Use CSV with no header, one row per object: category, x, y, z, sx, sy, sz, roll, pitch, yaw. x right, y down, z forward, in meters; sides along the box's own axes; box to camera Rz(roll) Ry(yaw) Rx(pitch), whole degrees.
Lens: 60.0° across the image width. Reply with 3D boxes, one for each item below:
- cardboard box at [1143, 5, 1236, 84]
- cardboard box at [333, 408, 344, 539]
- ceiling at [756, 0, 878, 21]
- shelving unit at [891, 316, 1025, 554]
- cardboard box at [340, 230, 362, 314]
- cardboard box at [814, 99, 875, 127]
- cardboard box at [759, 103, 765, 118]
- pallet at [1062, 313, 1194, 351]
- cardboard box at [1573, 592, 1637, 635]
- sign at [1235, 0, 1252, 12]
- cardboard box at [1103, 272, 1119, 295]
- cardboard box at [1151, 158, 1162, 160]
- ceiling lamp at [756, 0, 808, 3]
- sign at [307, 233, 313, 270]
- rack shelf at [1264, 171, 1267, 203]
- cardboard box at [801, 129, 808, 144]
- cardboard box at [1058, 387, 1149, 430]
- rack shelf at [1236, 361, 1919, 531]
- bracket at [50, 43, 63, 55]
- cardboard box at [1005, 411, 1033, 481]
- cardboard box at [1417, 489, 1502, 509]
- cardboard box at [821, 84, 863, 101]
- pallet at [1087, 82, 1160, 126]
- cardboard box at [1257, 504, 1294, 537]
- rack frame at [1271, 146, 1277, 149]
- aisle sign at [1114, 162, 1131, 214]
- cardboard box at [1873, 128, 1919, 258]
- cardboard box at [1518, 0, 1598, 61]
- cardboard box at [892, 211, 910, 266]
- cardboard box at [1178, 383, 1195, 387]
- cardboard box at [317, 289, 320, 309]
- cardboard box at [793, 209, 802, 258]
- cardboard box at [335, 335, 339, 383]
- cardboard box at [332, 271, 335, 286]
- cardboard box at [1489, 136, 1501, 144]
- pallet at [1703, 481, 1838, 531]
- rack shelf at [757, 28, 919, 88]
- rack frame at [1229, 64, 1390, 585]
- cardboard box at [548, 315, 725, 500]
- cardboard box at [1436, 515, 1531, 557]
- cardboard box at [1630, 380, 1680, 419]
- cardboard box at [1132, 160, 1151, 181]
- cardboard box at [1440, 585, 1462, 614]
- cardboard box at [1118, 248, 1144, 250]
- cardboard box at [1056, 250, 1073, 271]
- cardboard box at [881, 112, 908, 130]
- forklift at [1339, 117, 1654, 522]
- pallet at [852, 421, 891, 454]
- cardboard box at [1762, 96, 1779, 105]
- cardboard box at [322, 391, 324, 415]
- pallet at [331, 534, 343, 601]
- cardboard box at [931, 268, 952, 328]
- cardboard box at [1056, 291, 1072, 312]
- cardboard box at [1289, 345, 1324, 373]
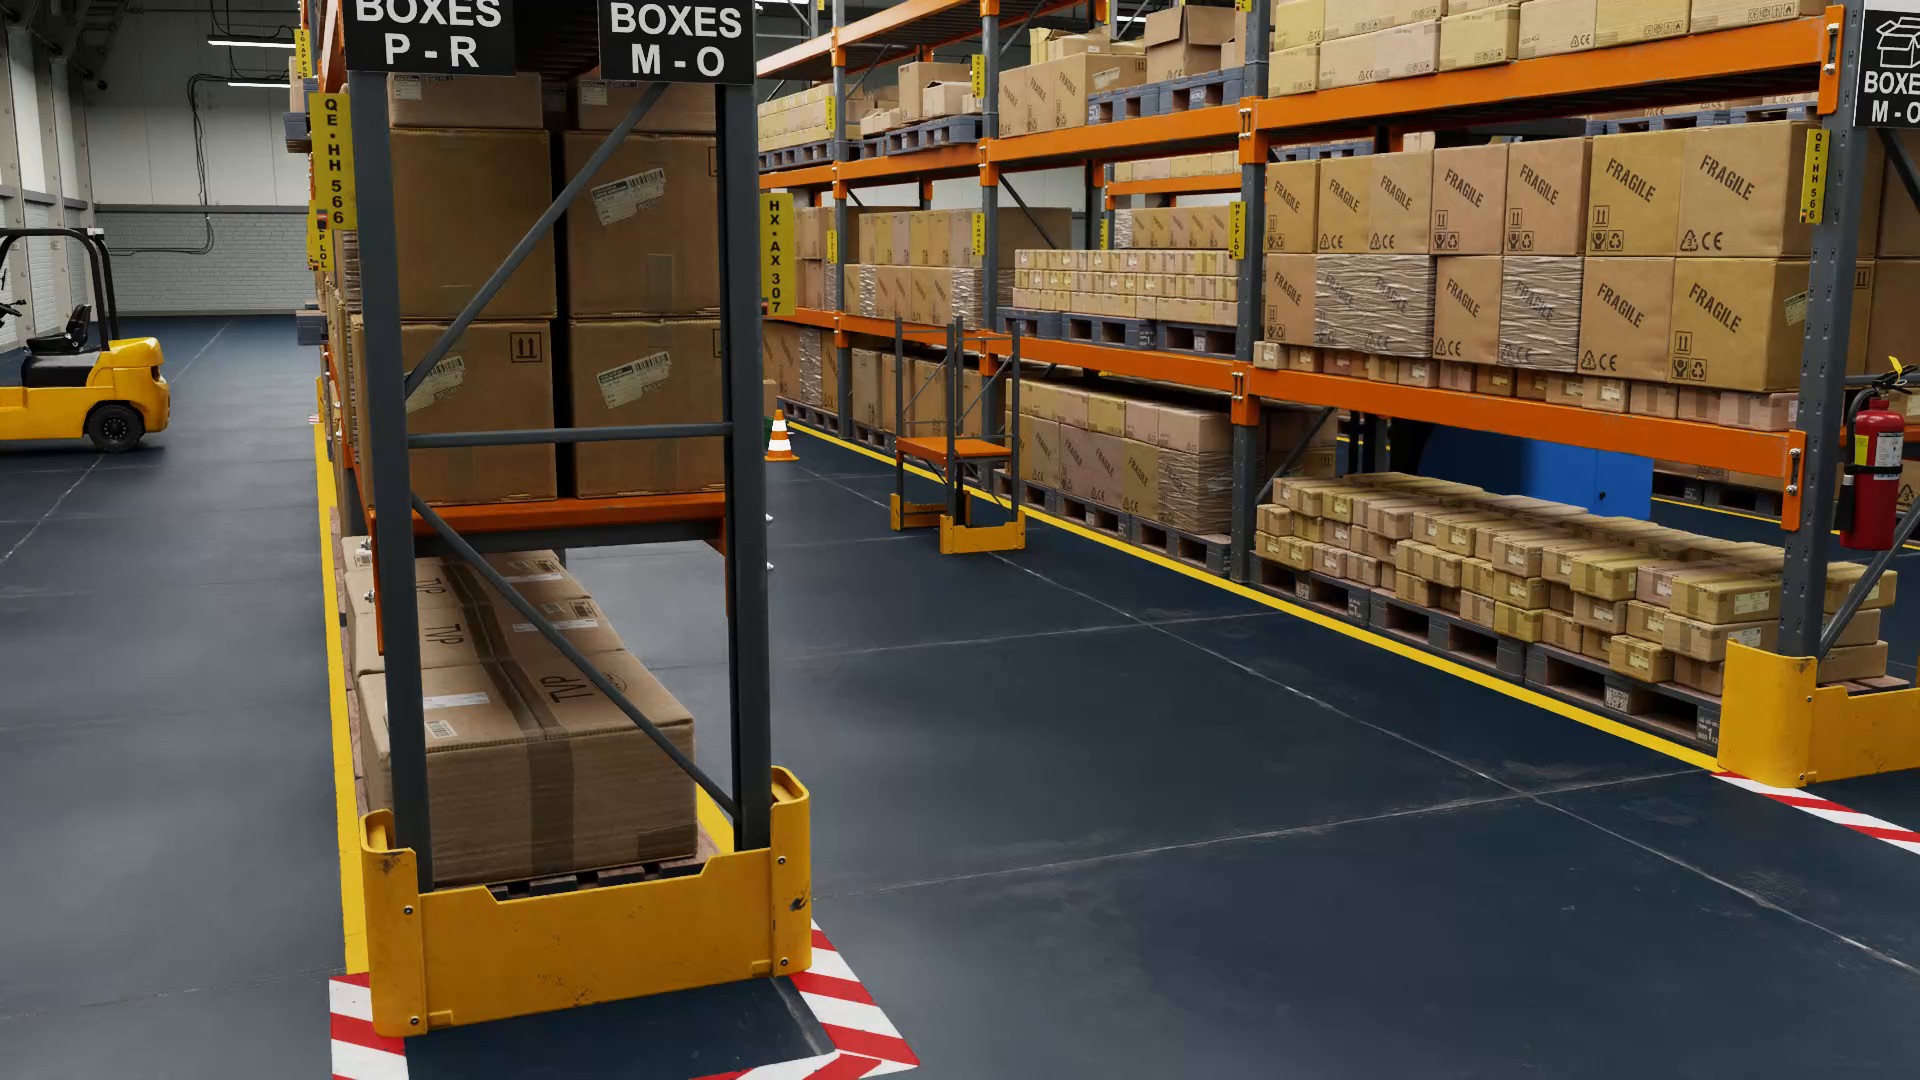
cardboard box,1.676,-3.246,11.045,0.797,0.503,0.637,-4,11,-22
cardboard box,-3.098,-0.324,9.546,0.875,0.875,0.875,-4,11,-19
ceiling,-5.822,-15.834,49.048,6.000,0.001,6.000,-4,11,-21
shelving unit,-0.028,-0.751,11.359,0.587,1.500,1.083,-4,11,-21
cardboard box,-1.628,-0.956,5.090,0.500,0.500,0.500,-4,11,-21
cardboard box,-1.203,-4.427,17.269,0.500,0.250,0.500,-4,11,-22
cardboard box,-2.137,-5.013,19.428,0.380,0.149,0.250,-4,11,-20
pallet,1.419,-1.489,11.775,1.003,0.211,1.213,-4,11,-21
cardboard box,2.916,0.299,7.264,0.380,0.149,0.250,-4,11,-23
sign,1.597,-3.141,9.346,0.100,0.325,0.005,-4,11,-21
cardboard box,1.221,-1.788,11.576,0.380,0.149,0.250,-3,11,-19
cardboard box,2.635,-4.877,20.998,0.380,0.149,0.250,-4,11,-21
ceiling lamp,-3.420,-10.211,26.462,2.000,3.185,0.800,-4,11,-21
sign,-5.866,-2.617,15.095,0.100,0.325,0.005,-4,11,-21
rack shelf,4.598,-3.652,16.872,1.077,0.370,4.000,-4,11,-21
cardboard box,-1.495,-4.330,17.867,0.380,0.149,0.250,-4,11,-21
cardboard box,1.039,-0.957,12.033,0.500,0.250,0.500,-4,11,-20
rack shelf,2.838,-0.571,8.117,1.077,0.370,4.000,-4,11,-21
bracket,-20.241,-10.991,37.236,0.235,0.232,0.430,-4,11,-21
cardboard box,0.682,-0.749,13.002,0.500,0.500,0.500,-4,11,-23
cardboard box,2.733,-0.179,9.104,0.380,0.149,0.250,-4,11,-19
cardboard box,-1.215,-4.598,17.096,0.380,0.149,0.250,-4,11,-21
pallet,1.610,-2.912,11.198,1.213,0.211,1.003,-4,11,-21
cardboard box,1.946,-0.121,9.629,0.380,0.149,0.250,-3,11,-18
rack frame,3.874,-5.809,18.382,1.000,3.000,0.127,-4,11,-21
aisle sign,2.122,-4.779,22.300,0.394,0.787,0.004,-4,11,-21
cardboard box,3.647,-1.376,6.603,0.500,0.500,0.500,-4,11,-21
cardboard box,2.792,-2.223,7.218,0.500,0.250,0.500,-3,11,-18
cardboard box,-0.229,-2.852,15.745,0.700,0.500,0.500,-4,11,-20
cardboard box,3.093,-2.183,21.063,0.500,0.500,0.500,-3,10,-16
cardboard box,-4.746,-1.858,12.820,0.380,0.149,0.250,-4,11,-20
cardboard box,-1.462,-3.490,18.965,0.875,0.550,0.500,-4,11,-21
cardboard box,-2.861,-0.904,8.365,0.500,0.250,0.500,-4,11,-22
cardboard box,-2.860,-1.519,8.255,0.500,0.500,0.500,-4,11,-19
cardboard box,4.922,-3.667,15.336,0.500,0.250,0.500,-4,11,-21
pallet,6.423,-0.298,12.492,1.003,0.211,1.213,-4,11,-21
rack shelf,-1.511,-5.286,18.638,1.077,0.370,4.000,-4,11,-21
rack frame,2.113,-1.251,9.889,1.000,3.000,0.127,-4,11,-21
cardboard box,-0.921,-0.414,4.894,0.500,0.500,0.500,-4,11,-21
cardboard box,2.587,-0.021,8.217,0.380,0.149,0.250,-4,11,-21
cardboard box,3.021,-0.593,6.906,0.380,0.149,0.250,-4,11,-21
cardboard box,2.551,-4.732,21.323,0.500,0.250,0.500,-4,11,-22
cardboard box,2.620,0.273,8.264,0.380,0.149,0.250,-4,11,-19
cardboard box,2.598,-3.612,22.029,0.875,0.500,0.500,-4,11,-21
cardboard box,0.931,-2.065,12.284,0.380,0.149,0.250,-4,11,-23
cardboard box,-0.520,-3.921,15.565,0.380,0.149,0.250,-4,11,-21
forklift,3.280,-1.466,11.290,1.130,2.935,3.031,-4,11,-22
pallet,-0.436,-1.063,16.793,1.003,0.211,1.213,-4,11,-21
cardboard box,6.373,-3.362,12.709,0.380,0.149,0.250,-4,11,-23
cardboard box,-6.600,-1.499,17.936,0.500,0.250,0.500,-3,11,-19
pallet,-3.259,0.132,10.077,1.003,0.211,1.213,-4,11,-21
cardboard box,0.071,-2.091,14.327,0.500,0.500,0.500,-4,11,-21
cardboard box,0.932,-1.770,12.322,0.380,0.149,0.250,-3,11,-18
cardboard box,2.074,-1.023,9.324,0.380,0.149,0.250,-4,11,-19
